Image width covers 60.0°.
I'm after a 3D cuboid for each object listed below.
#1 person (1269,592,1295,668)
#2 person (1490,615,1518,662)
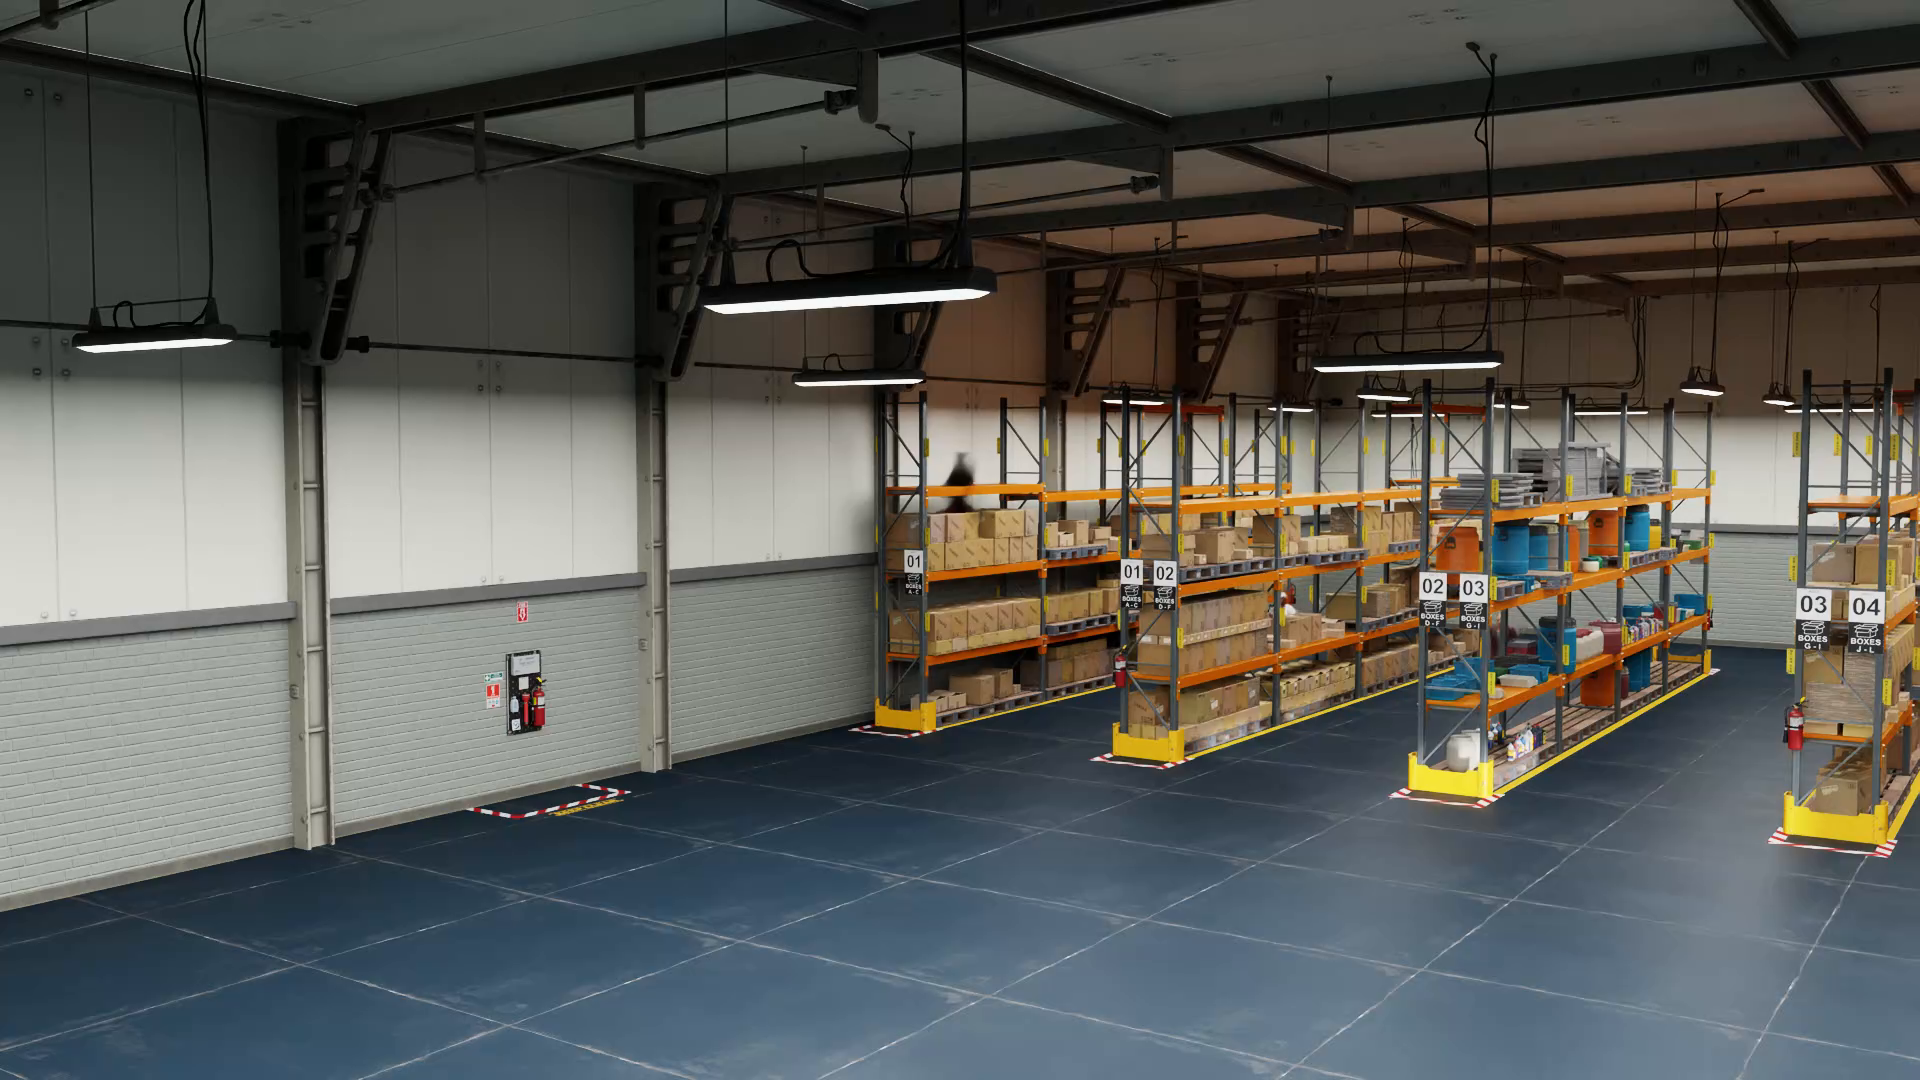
[{"bbox_3d":[7.189,2.054,37.329,0.674,1.787,0.725,2,4,25],"label":"person"},{"bbox_3d":[10.734,2.318,33.063,0.700,1.712,0.714,1,3,18],"label":"person"}]
